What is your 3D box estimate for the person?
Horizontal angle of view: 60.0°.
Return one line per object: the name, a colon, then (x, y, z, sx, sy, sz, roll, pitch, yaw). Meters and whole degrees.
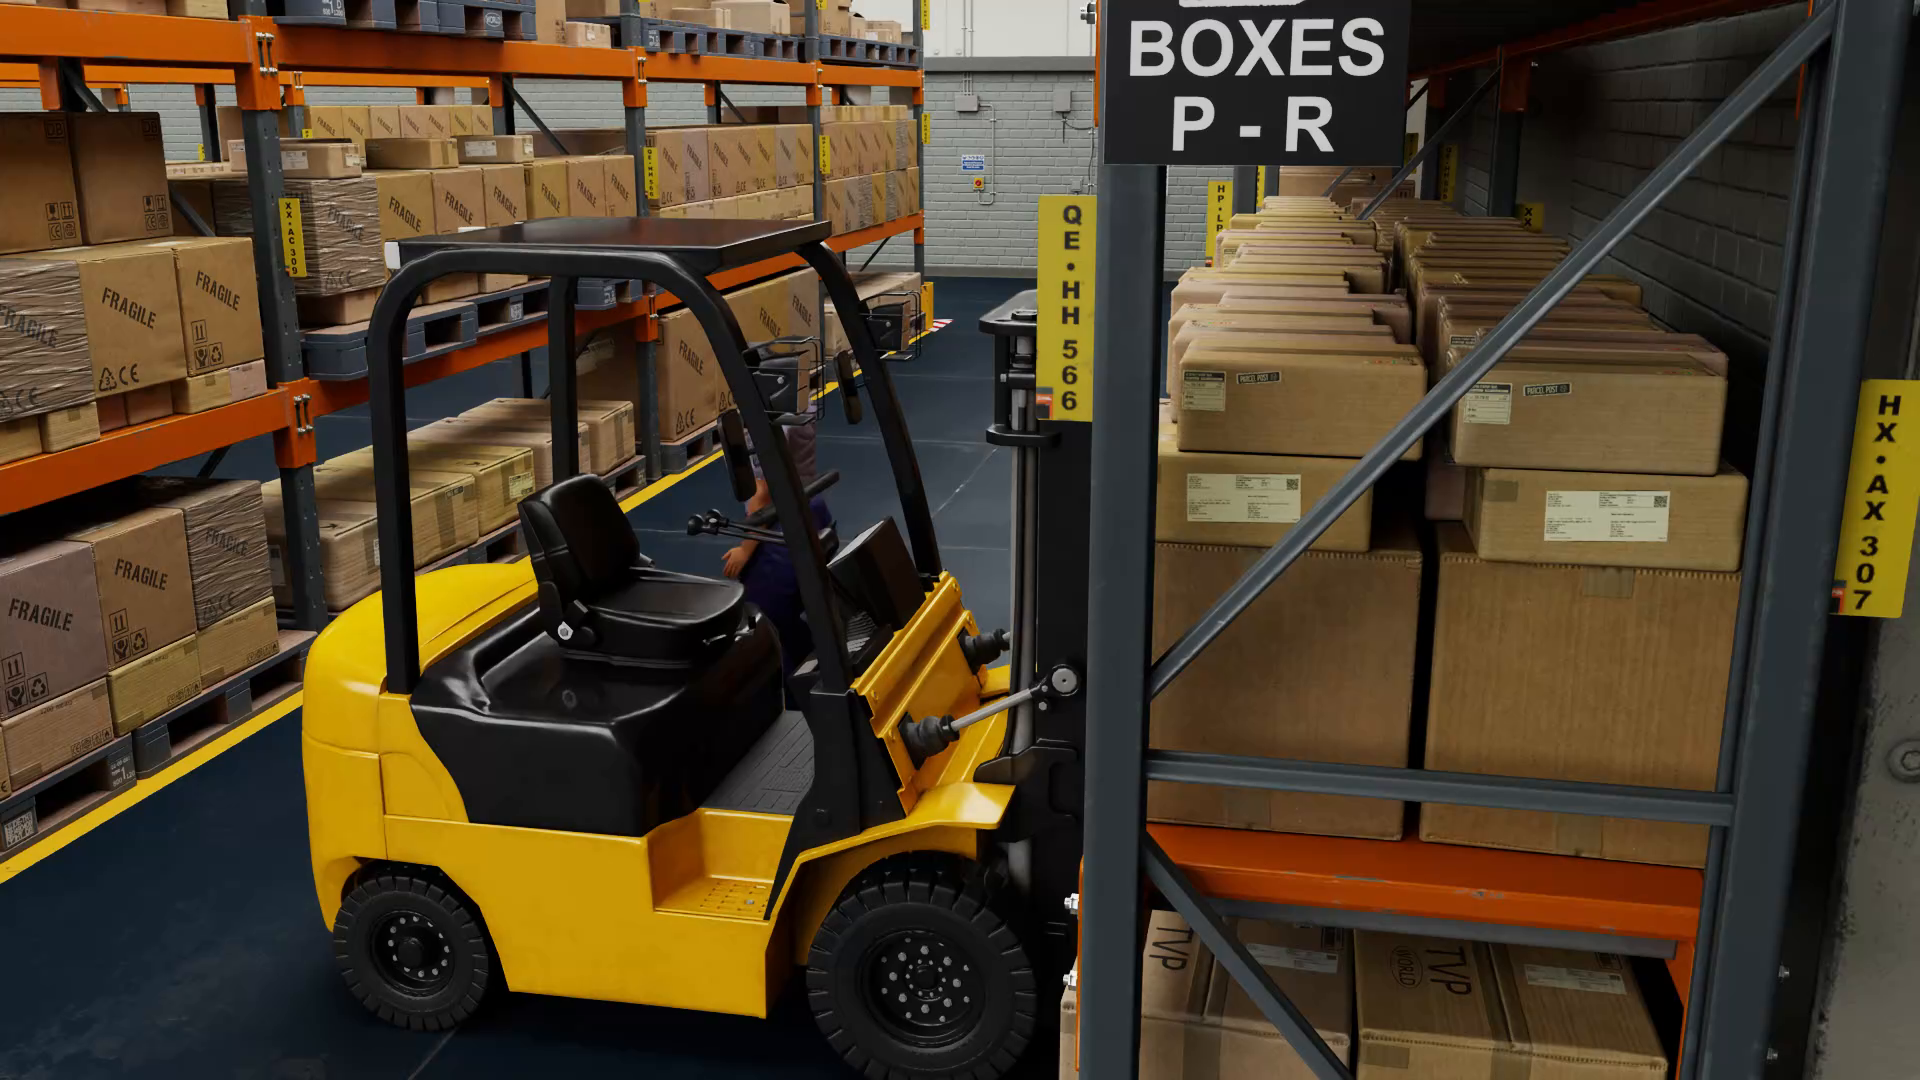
person: (-0.694, 0.031, 6.514, 0.378, 1.615, 0.493, 3, 15, 13)
